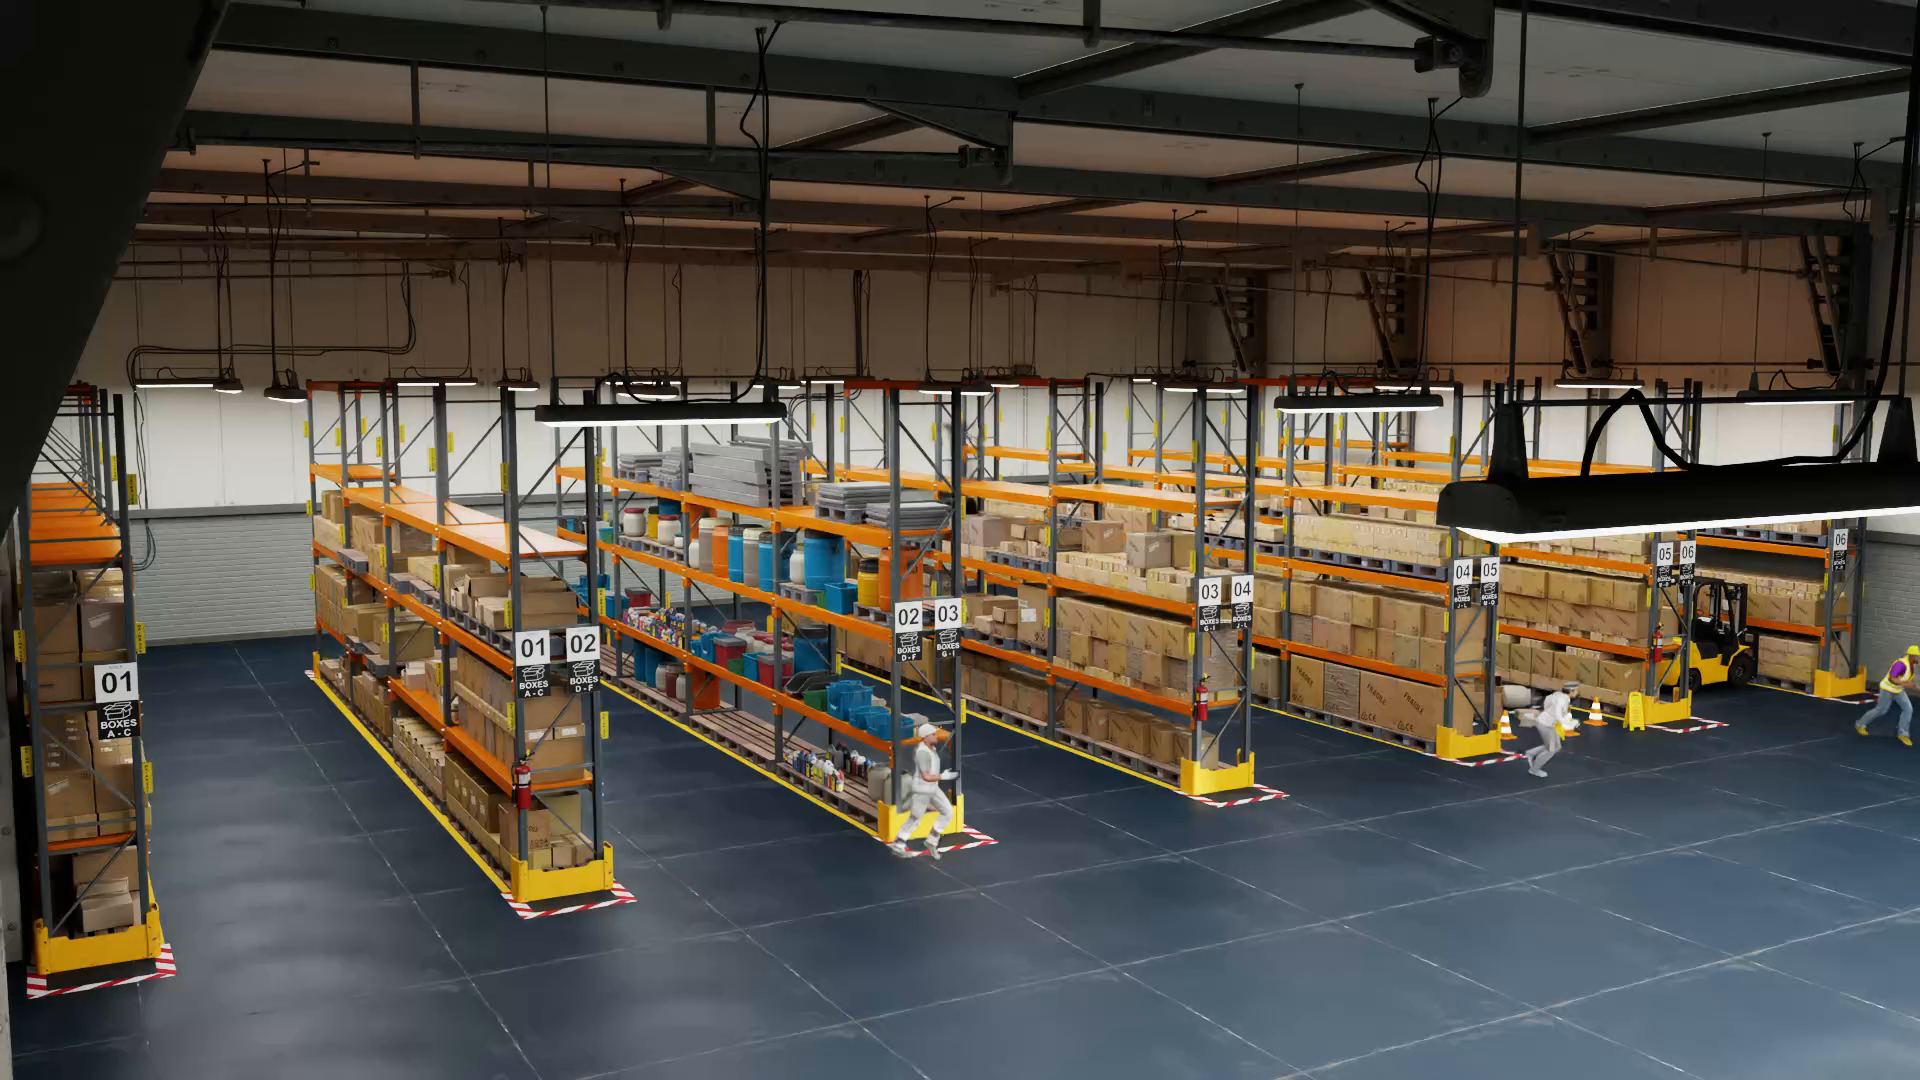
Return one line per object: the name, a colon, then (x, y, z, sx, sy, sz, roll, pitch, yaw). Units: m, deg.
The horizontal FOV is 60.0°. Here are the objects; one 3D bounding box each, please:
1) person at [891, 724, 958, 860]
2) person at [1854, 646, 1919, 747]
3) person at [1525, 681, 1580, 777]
person: (-0.428, 3.197, 21.115, 0.878, 1.784, 0.671, 2, 6, 16)
person: (15.550, 2.575, 27.803, 0.747, 1.714, 1.047, -5, 8, -40)
person: (9.104, 2.888, 25.554, 0.772, 1.493, 0.636, 2, 6, 17)
